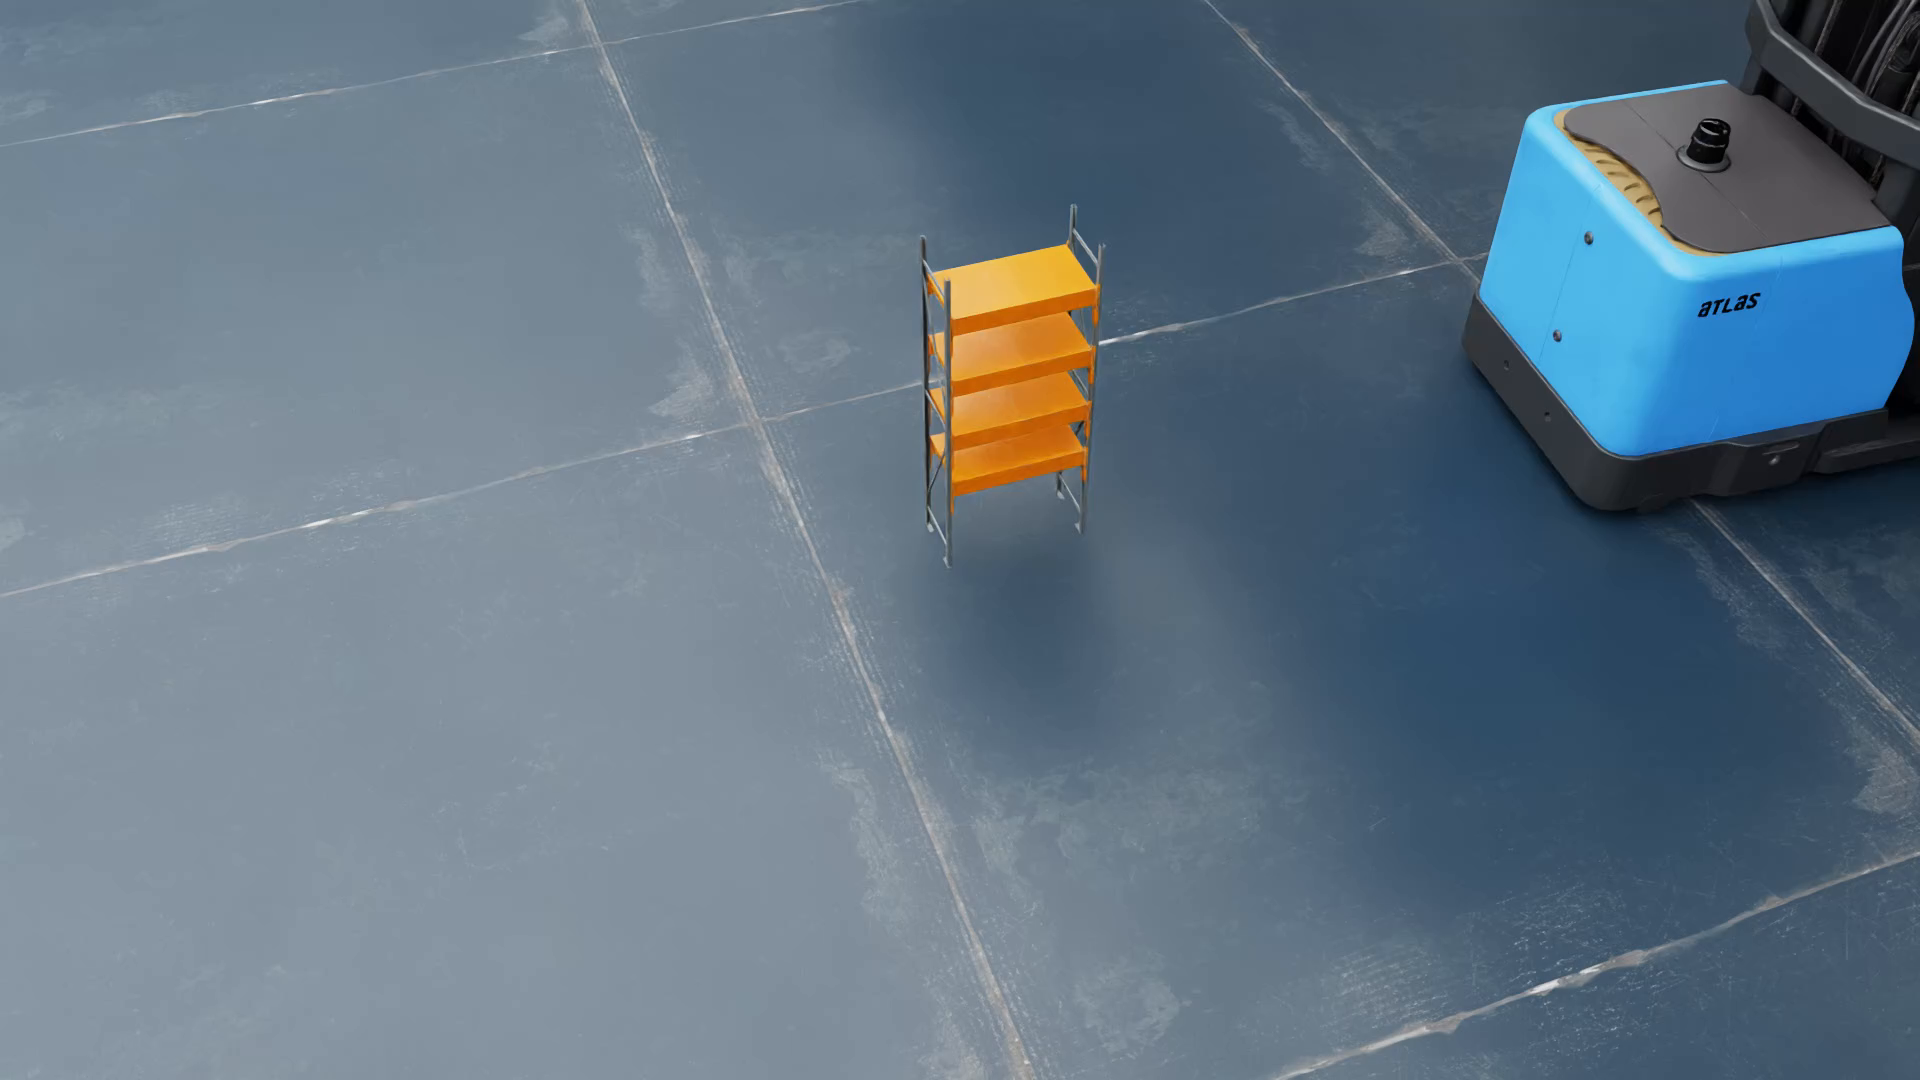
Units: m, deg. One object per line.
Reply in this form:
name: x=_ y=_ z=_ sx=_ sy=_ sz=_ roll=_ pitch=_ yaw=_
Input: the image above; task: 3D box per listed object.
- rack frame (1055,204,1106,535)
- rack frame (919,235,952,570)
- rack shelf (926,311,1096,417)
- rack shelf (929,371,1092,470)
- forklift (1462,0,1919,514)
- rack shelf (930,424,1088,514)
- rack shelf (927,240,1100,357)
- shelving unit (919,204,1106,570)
rack frame: x=0.385 y=-0.522 z=5.423 sx=0.015 sy=1.200 sz=0.240 roll=-14 pitch=47 yaw=-14
rack frame: x=-0.074 y=-0.405 z=5.306 sx=0.015 sy=1.200 sz=0.240 roll=-14 pitch=47 yaw=-14
rack shelf: x=0.156 y=-0.574 z=5.254 sx=0.480 sy=0.148 sz=0.258 roll=-14 pitch=47 yaw=-14
rack shelf: x=0.156 y=-0.416 z=5.412 sx=0.480 sy=0.148 sz=0.258 roll=-14 pitch=47 yaw=-14
forklift: x=3.505 y=-1.705 z=5.380 sx=3.031 sy=2.935 sz=1.130 roll=-11 pitch=46 yaw=-11
rack shelf: x=0.156 y=-0.276 z=5.553 sx=0.480 sy=0.148 sz=0.258 roll=-14 pitch=47 yaw=-14
rack shelf: x=0.156 y=-0.741 z=5.086 sx=0.480 sy=0.148 sz=0.258 roll=-14 pitch=47 yaw=-14
shelving unit: x=0.156 y=-0.463 z=5.365 sx=0.503 sy=1.200 sz=0.258 roll=-14 pitch=47 yaw=-14
